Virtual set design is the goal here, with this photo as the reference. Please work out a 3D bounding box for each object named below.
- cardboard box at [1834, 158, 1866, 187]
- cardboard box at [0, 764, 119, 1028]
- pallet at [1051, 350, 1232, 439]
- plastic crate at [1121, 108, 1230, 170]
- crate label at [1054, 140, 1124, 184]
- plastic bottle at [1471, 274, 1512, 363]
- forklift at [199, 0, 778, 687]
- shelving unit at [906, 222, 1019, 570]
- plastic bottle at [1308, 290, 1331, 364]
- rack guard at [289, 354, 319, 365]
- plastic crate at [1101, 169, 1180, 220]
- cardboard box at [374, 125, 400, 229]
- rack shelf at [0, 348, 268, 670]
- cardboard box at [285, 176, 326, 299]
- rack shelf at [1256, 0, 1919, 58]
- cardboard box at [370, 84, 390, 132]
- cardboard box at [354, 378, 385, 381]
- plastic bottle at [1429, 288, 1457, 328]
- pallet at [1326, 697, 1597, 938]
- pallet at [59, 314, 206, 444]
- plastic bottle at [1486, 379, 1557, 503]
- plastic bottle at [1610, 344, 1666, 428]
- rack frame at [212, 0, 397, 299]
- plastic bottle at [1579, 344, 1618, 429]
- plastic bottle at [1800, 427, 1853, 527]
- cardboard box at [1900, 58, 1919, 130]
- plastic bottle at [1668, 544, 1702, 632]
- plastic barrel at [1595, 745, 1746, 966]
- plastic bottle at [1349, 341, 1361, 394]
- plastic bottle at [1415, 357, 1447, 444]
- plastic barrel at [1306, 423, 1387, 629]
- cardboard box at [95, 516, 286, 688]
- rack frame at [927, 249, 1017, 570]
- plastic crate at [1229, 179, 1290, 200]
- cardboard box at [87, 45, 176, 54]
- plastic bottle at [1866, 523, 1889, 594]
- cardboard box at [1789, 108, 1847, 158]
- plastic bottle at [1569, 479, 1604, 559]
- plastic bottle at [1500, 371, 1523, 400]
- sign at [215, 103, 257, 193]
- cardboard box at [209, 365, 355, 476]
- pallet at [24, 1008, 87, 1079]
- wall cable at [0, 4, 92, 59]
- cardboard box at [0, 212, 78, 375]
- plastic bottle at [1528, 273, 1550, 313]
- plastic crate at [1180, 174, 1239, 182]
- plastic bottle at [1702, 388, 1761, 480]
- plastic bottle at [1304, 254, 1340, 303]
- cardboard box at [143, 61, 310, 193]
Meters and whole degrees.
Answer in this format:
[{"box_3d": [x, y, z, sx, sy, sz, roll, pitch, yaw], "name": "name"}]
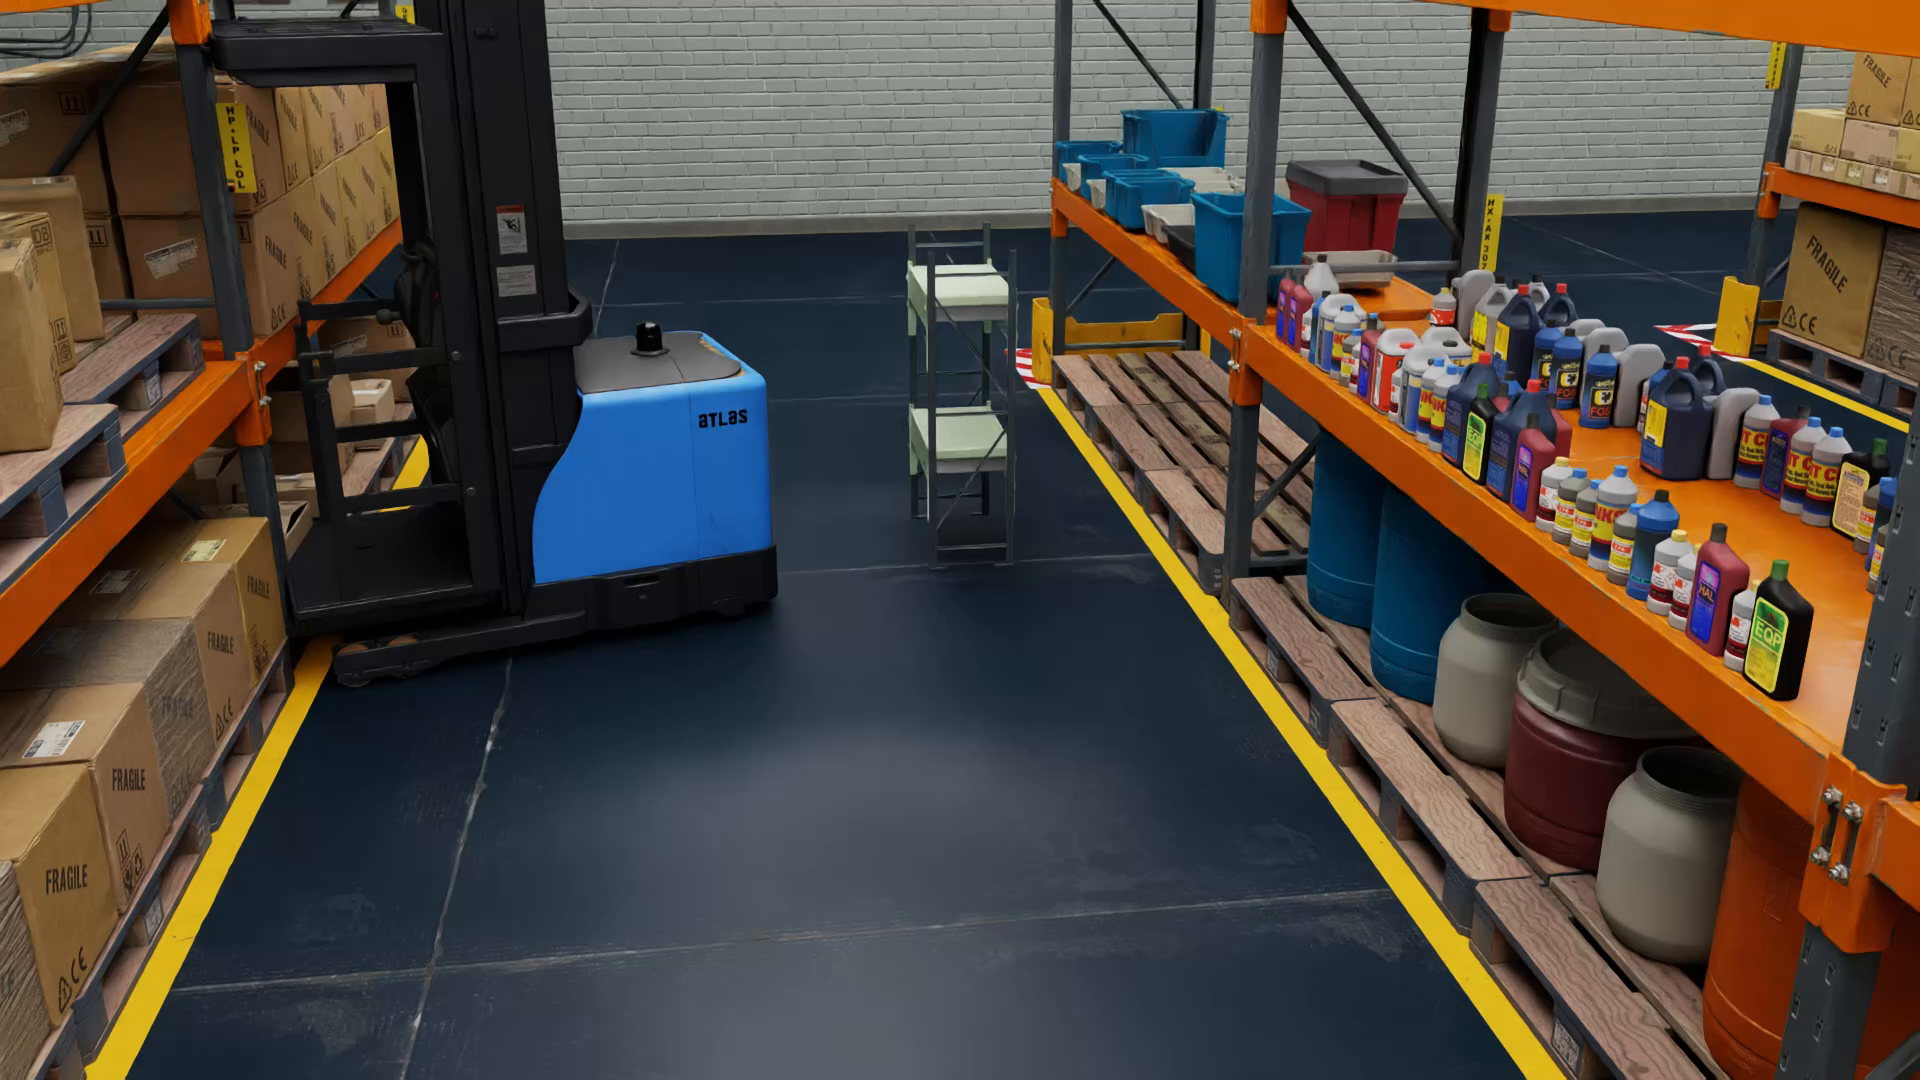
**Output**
[{"box_3d": [5.796, -2.330, 10.526, 0.380, 0.149, 0.250, -3, 21, -9], "name": "cardboard box"}, {"box_3d": [-2.586, 0.942, 4.352, 0.500, 0.500, 0.500, -3, 21, -8], "name": "cardboard box"}, {"box_3d": [1.175, -0.921, 10.380, 1.003, 0.211, 1.213, -3, 21, -8], "name": "pallet"}, {"box_3d": [1.328, -2.453, 10.360, 0.616, 0.435, 0.499, -3, 21, -8], "name": "plastic crate"}, {"box_3d": [0.804, -2.362, 10.408, 0.416, 0.233, 0.303, -3, 21, -8], "name": "crate label"}, {"box_3d": [1.985, -0.798, 6.135, 0.144, 0.351, 0.185, -3, 21, -8], "name": "plastic bottle"}, {"box_3d": [-2.369, -0.996, 6.695, 3.031, 2.935, 1.130, -9, 22, -23], "name": "forklift"}, {"box_3d": [0.001, -0.700, 7.948, 0.431, 1.500, 0.755, -3, 21, -8], "name": "shelving unit"}, {"box_3d": [1.370, -0.802, 6.261, 0.097, 0.271, 0.097, 0, 20, 0], "name": "plastic bottle"}, {"box_3d": [-3.797, -1.069, 10.364, 1.175, 0.500, 0.348, -3, 21, -8], "name": "rack guard"}, {"box_3d": [0.994, -1.906, 9.187, 0.416, 0.233, 0.300, -3, 21, -8], "name": "plastic crate"}, {"box_3d": [-3.395, -1.992, 9.120, 0.500, 0.500, 0.500, -3, 21, -7], "name": "cardboard box"}, {"box_3d": [-2.943, 0.148, 4.560, 1.077, 0.370, 4.000, -3, 21, -8], "name": "rack shelf"}, {"box_3d": [-3.112, -1.295, 7.255, 0.500, 0.500, 0.500, -3, 21, -7], "name": "cardboard box"}, {"box_3d": [1.959, -1.506, 4.701, 1.077, 0.370, 4.000, -3, 21, -8], "name": "rack shelf"}, {"box_3d": [-3.398, -2.466, 8.961, 0.500, 0.500, 0.500, -2, 21, -6], "name": "cardboard box"}, {"box_3d": [-3.516, -0.824, 9.557, 0.380, 0.166, 0.250, -3, 21, -8], "name": "cardboard box"}, {"box_3d": [1.927, -0.904, 6.633, 0.097, 0.201, 0.097, 0, 20, 0], "name": "plastic bottle"}, {"box_3d": [1.920, 0.869, 5.588, 1.003, 0.211, 1.213, -3, 21, -8], "name": "pallet"}, {"box_3d": [-3.224, -0.509, 5.567, 1.003, 0.211, 1.213, -3, 21, -8], "name": "pallet"}, {"box_3d": [1.621, -0.293, 4.785, 0.144, 0.351, 0.185, -3, 21, -8], "name": "plastic bottle"}, {"box_3d": [2.226, -0.524, 5.508, 0.152, 0.276, 0.135, -3, 21, -8], "name": "plastic bottle"}, {"box_3d": [-3.808, -2.266, 9.997, 1.000, 3.000, 0.127, -3, 21, -8], "name": "rack frame"}, {"box_3d": [2.105, -0.509, 5.475, 0.097, 0.271, 0.097, 0, 20, 0], "name": "plastic bottle"}, {"box_3d": [2.396, -0.179, 4.591, 0.097, 0.271, 0.097, 0, 20, 0], "name": "plastic bottle"}, {"box_3d": [5.951, -2.653, 9.750, 0.500, 0.500, 0.500, -3, 21, -9], "name": "cardboard box"}, {"box_3d": [1.735, 0.109, 3.921, 0.097, 0.201, 0.097, 0, 20, 0], "name": "plastic bottle"}, {"box_3d": [1.991, 0.864, 4.570, 0.421, 0.512, 0.421, 0, 20, 0], "name": "plastic barrel"}, {"box_3d": [1.431, -0.622, 5.877, 0.097, 0.201, 0.097, 0, 20, 0], "name": "plastic bottle"}, {"box_3d": [1.517, -0.448, 5.311, 0.097, 0.271, 0.097, 0, 20, 0], "name": "plastic bottle"}, {"box_3d": [1.733, -0.154, 6.741, 0.600, 0.901, 0.708, -3, 21, -8], "name": "plastic barrel"}, {"box_3d": [-2.876, 0.240, 6.230, 0.500, 0.500, 0.500, -3, 21, -8], "name": "cardboard box"}, {"box_3d": [0.054, -0.574, 7.608, 0.400, 1.500, 0.023, -3, 21, -8], "name": "rack frame"}, {"box_3d": [1.633, -1.640, 8.405, 0.437, 0.282, 0.530, -3, 21, -8], "name": "plastic crate"}, {"box_3d": [-3.780, -2.085, 7.938, 0.500, 0.500, 0.500, -3, 21, -8], "name": "cardboard box"}, {"box_3d": [2.318, 0.035, 4.120, 0.097, 0.201, 0.097, 0, 20, 0], "name": "plastic bottle"}, {"box_3d": [5.798, -2.654, 10.824, 0.500, 0.250, 0.500, -3, 21, -9], "name": "cardboard box"}, {"box_3d": [1.665, -0.060, 4.373, 0.097, 0.201, 0.097, 0, 20, 0], "name": "plastic bottle"}, {"box_3d": [1.688, -0.388, 5.150, 0.097, 0.271, 0.097, 0, 20, 0], "name": "plastic bottle"}, {"box_3d": [-2.682, -1.453, 6.164, 0.100, 0.325, 0.005, -3, 21, -8], "name": "sign"}, {"box_3d": [-3.507, -0.568, 8.389, 0.797, 0.503, 0.637, -3, 21, -8], "name": "cardboard box"}, {"box_3d": [-2.725, 1.550, 3.766, 1.003, 0.211, 1.213, -3, 21, -8], "name": "pallet"}, {"box_3d": [-9.171, -5.347, 14.109, 3.097, 2.526, 0.112, -3, 21, -8], "name": "wall cable"}, {"box_3d": [-3.222, -0.715, 5.099, 0.700, 0.500, 0.500, 0, 20, 1], "name": "cardboard box"}, {"box_3d": [2.127, -0.805, 6.155, 0.144, 0.351, 0.185, -3, 21, -8], "name": "plastic bottle"}, {"box_3d": [1.419, -2.045, 9.696, 0.396, 0.136, 0.243, -3, 21, -8], "name": "plastic crate"}, {"box_3d": [2.305, -0.333, 4.998, 0.152, 0.276, 0.135, -3, 21, -8], "name": "plastic bottle"}, {"box_3d": [1.407, -0.955, 6.555, 0.144, 0.351, 0.185, -3, 21, -8], "name": "plastic bottle"}, {"box_3d": [-3.095, -1.752, 7.049, 0.500, 0.500, 0.500, -4, 21, -9], "name": "cardboard box"}]
